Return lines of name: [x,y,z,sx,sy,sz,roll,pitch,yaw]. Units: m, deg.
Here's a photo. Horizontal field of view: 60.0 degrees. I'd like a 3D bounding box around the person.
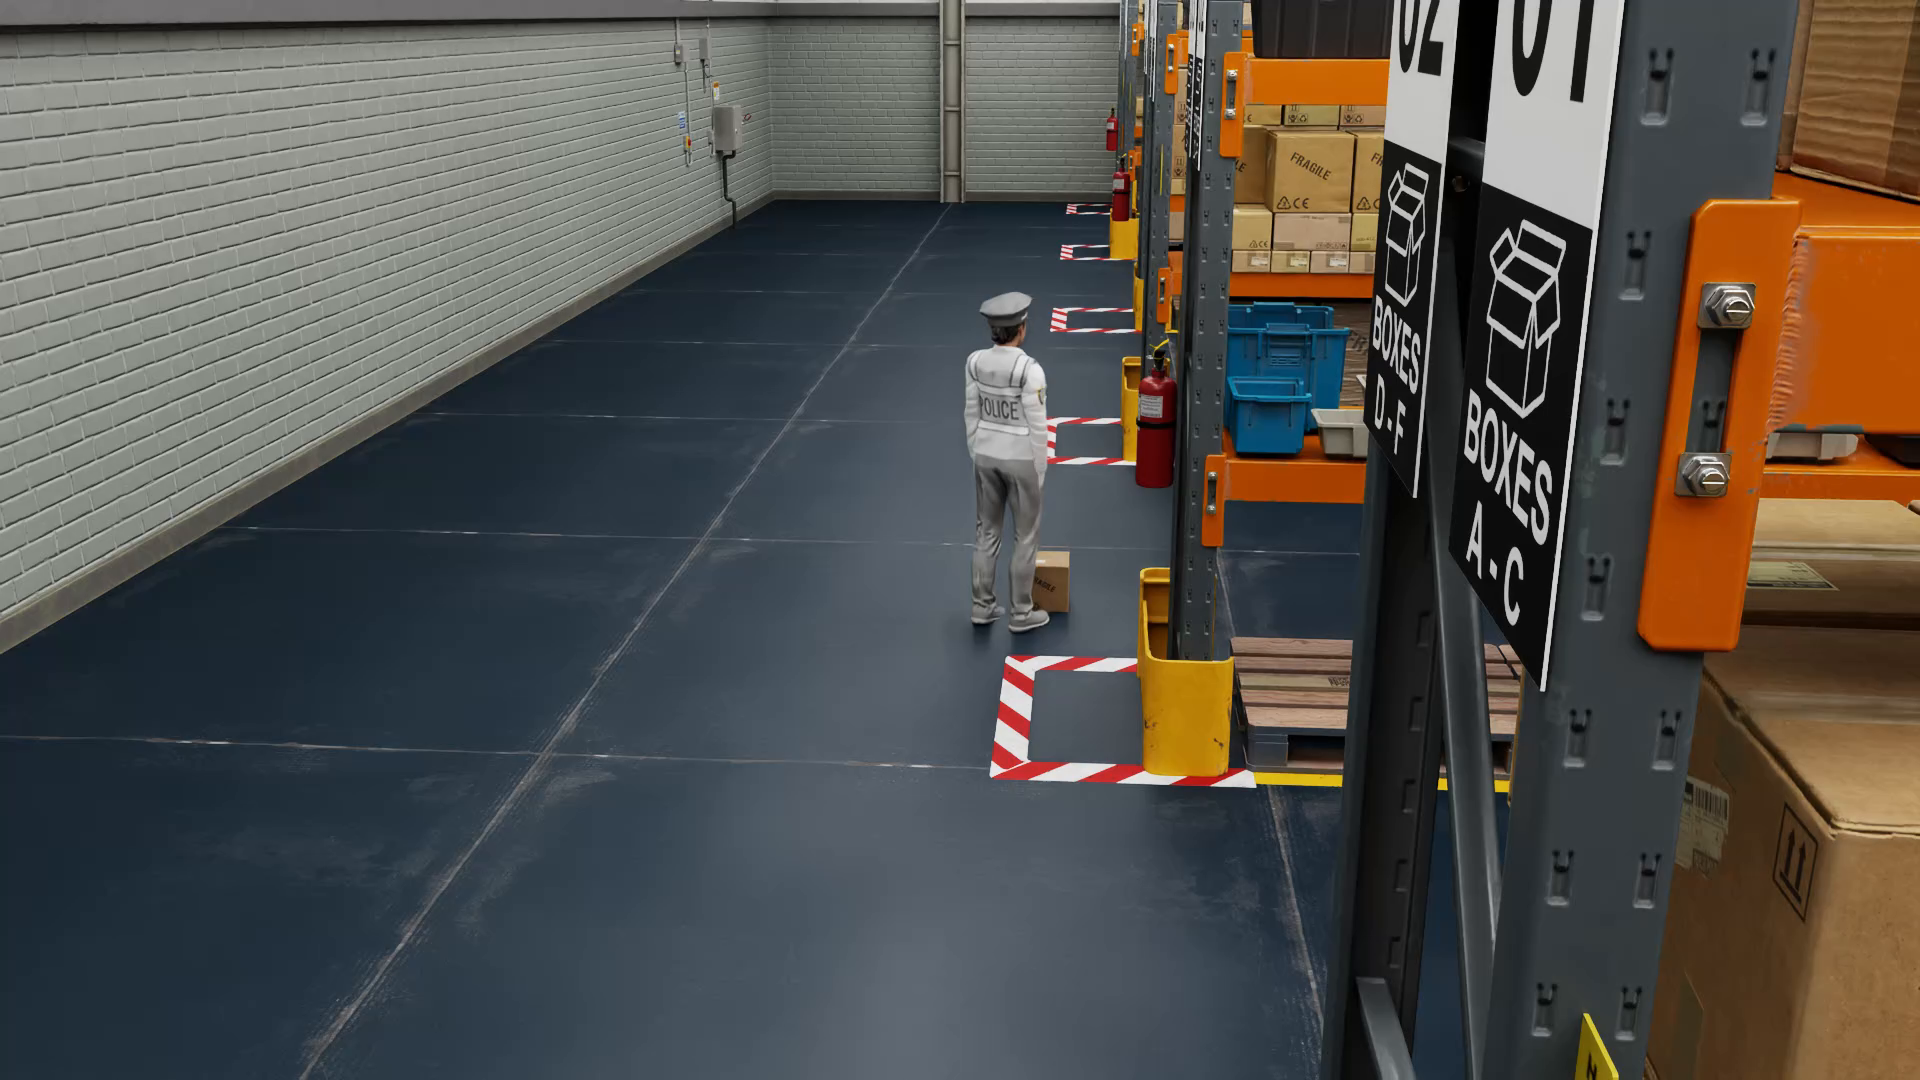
person: [0.240,-0.371,8.218,0.471,1.698,0.335,13,22,34]
